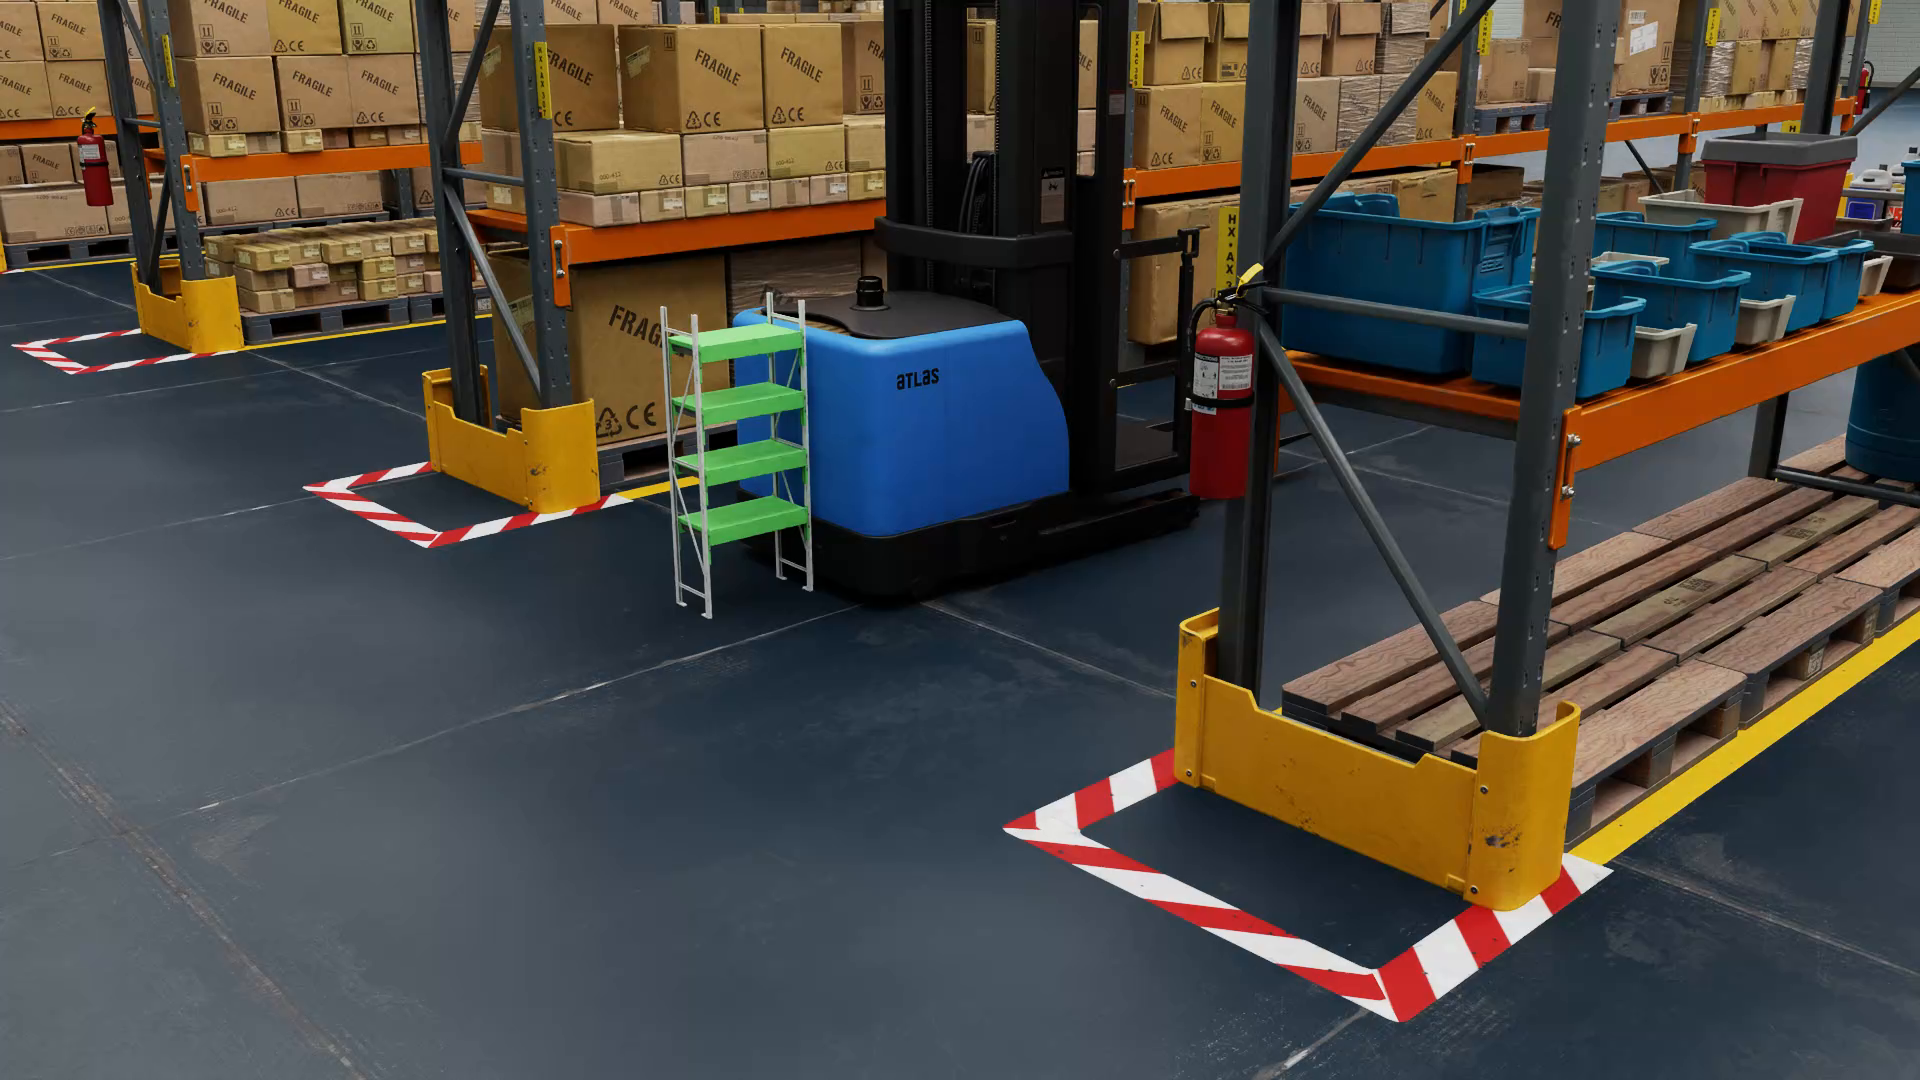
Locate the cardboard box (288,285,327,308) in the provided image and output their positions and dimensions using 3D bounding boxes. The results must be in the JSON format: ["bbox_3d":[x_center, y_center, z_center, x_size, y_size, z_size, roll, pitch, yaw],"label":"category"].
[{"bbox_3d":[-4.826,-1.803,12.124,0.250,0.149,0.380,-16,24,-41],"label":"cardboard box"}]

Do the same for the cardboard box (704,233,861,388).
[{"bbox_3d":[-1.155,-1.249,9.237,0.875,0.875,0.875,-16,24,-41],"label":"cardboard box"}]

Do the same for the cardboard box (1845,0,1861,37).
[{"bbox_3d":[9.170,-5.597,17.617,0.500,0.500,0.500,-16,24,-41],"label":"cardboard box"}]

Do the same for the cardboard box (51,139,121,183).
[{"bbox_3d":[-10.536,-4.557,20.049,0.700,0.500,0.500,17,24,42],"label":"cardboard box"}]

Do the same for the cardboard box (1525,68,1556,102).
[{"bbox_3d":[4.963,-3.841,14.029,0.500,0.250,0.500,17,25,42],"label":"cardboard box"}]

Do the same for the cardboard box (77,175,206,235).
[{"bbox_3d":[-7.965,-3.273,16.191,0.875,0.438,0.875,-15,24,-39],"label":"cardboard box"}]

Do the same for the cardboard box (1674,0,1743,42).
[{"bbox_3d":[6.995,-4.959,15.652,0.500,0.500,0.500,-16,24,-41],"label":"cardboard box"}]

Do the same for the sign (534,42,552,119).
[{"bbox_3d":[-1.849,-2.037,7.373,0.005,0.325,0.100,-16,24,-41],"label":"sign"}]

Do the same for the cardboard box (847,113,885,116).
[{"bbox_3d":[-0.578,-2.375,9.708,0.500,0.250,0.500,-16,24,-39],"label":"cardboard box"}]

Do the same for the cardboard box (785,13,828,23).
[{"bbox_3d":[-1.981,-6.288,20.689,0.500,0.500,0.500,-16,24,-40],"label":"cardboard box"}]

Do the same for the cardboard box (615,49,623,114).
[{"bbox_3d":[-2.811,-3.717,13.442,0.500,0.500,0.500,-16,24,-41],"label":"cardboard box"}]

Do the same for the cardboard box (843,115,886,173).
[{"bbox_3d":[-0.576,-2.154,9.025,0.500,0.250,0.500,-17,24,-42],"label":"cardboard box"}]

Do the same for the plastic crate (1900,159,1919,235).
[{"bbox_3d":[3.978,-1.297,6.549,0.575,0.384,0.392,-16,24,-41],"label":"plastic crate"}]

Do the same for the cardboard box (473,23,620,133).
[{"bbox_3d":[-2.053,-2.303,8.268,0.500,0.500,0.500,-16,24,-40],"label":"cardboard box"}]

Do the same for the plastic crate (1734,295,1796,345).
[{"bbox_3d":[2.365,-0.678,5.044,0.298,0.136,0.250,-16,24,-41],"label":"plastic crate"}]

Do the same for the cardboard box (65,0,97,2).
[{"bbox_3d":[-7.999,-4.940,15.022,0.380,0.149,0.250,17,25,42],"label":"cardboard box"}]

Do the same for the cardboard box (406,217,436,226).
[{"bbox_3d":[-4.200,-2.469,13.212,0.250,0.149,0.380,-16,24,-41],"label":"cardboard box"}]

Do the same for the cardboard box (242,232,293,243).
[{"bbox_3d":[-5.128,-2.182,12.329,0.250,0.149,0.380,-16,24,-40],"label":"cardboard box"}]

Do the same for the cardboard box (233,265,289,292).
[{"bbox_3d":[-5.003,-1.885,11.894,0.250,0.149,0.380,-15,23,-39],"label":"cardboard box"}]

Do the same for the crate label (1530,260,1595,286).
[{"bbox_3d":[2.051,-0.843,5.551,0.243,0.136,0.396,-16,24,-41],"label":"crate label"}]

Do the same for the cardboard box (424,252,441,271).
[{"bbox_3d":[-4.091,-2.176,12.793,0.250,0.149,0.380,-15,23,-38],"label":"cardboard box"}]

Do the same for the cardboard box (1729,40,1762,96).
[{"bbox_3d":[7.250,-4.625,16.241,0.500,0.500,0.875,-16,24,-41],"label":"cardboard box"}]

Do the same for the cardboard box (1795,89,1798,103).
[{"bbox_3d":[8.437,-4.609,17.245,0.250,0.149,0.380,-16,24,-41],"label":"cardboard box"}]

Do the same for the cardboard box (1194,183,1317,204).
[{"bbox_3d":[1.780,-2.080,11.800,1.225,0.875,0.875,17,24,42],"label":"cardboard box"}]

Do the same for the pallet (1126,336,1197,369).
[{"bbox_3d":[1.189,-1.415,11.507,1.213,0.211,1.003,-16,24,-41],"label":"pallet"}]

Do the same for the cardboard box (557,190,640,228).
[{"bbox_3d":[-1.741,-1.595,7.949,0.250,0.149,0.380,-16,24,-40],"label":"cardboard box"}]

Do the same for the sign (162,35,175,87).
[{"bbox_3d":[-5.188,-3.137,10.892,0.005,0.325,0.100,-16,24,-41],"label":"sign"}]

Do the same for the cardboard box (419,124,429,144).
[{"bbox_3d":[-4.001,-3.064,12.479,0.250,0.149,0.380,-15,23,-39],"label":"cardboard box"}]

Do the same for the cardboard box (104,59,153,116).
[{"bbox_3d":[-7.758,-4.236,15.526,0.500,0.500,0.500,-16,24,-41],"label":"cardboard box"}]

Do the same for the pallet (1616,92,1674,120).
[{"bbox_3d":[5.838,-4.036,15.379,1.213,0.211,1.003,-16,24,-41],"label":"pallet"}]

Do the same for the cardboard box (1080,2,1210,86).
[{"bbox_3d":[1.139,-3.223,10.773,0.637,0.503,0.797,-17,25,-42],"label":"cardboard box"}]

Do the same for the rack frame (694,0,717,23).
[{"bbox_3d":[-3.222,-5.630,19.984,0.127,3.000,1.000,-16,24,-41],"label":"rack frame"}]

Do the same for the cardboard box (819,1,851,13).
[{"bbox_3d":[-1.619,-6.901,21.528,0.250,0.149,0.380,-15,23,-38],"label":"cardboard box"}]

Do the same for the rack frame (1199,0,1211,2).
[{"bbox_3d":[3.159,-5.389,19.243,0.127,3.000,1.000,-16,24,-41],"label":"rack frame"}]

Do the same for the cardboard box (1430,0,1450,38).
[{"bbox_3d":[5.769,-6.752,21.452,0.550,0.550,0.875,-16,24,-41],"label":"cardboard box"}]

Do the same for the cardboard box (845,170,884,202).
[{"bbox_3d":[-0.625,-1.922,8.955,0.250,0.149,0.380,-17,25,-42],"label":"cardboard box"}]

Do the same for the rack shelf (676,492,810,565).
[{"bbox_3d":[-0.873,-0.050,6.678,0.480,0.148,0.258,-15,23,-38],"label":"rack shelf"}]

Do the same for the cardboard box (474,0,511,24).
[{"bbox_3d":[-3.563,-3.983,12.639,0.500,0.500,0.500,-15,24,-39],"label":"cardboard box"}]

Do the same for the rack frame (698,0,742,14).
[{"bbox_3d":[-3.728,-7.589,26.027,0.127,3.000,1.000,-16,24,-41],"label":"rack frame"}]

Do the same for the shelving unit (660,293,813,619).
[{"bbox_3d":[-0.873,-0.339,6.584,0.503,1.200,0.258,-15,23,-38],"label":"shelving unit"}]

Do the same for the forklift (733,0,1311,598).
[{"bbox_3d":[0.475,-1.521,7.423,3.031,2.935,1.130,-15,23,-38],"label":"forklift"}]

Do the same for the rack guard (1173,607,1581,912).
[{"bbox_3d":[1.168,0.594,4.844,0.348,0.500,1.175,-16,24,-41],"label":"rack guard"}]

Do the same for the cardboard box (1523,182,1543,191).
[{"bbox_3d":[5.267,-2.936,15.015,0.700,0.500,0.500,15,23,39],"label":"cardboard box"}]

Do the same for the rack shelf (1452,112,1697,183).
[{"bbox_3d":[5.040,-3.490,14.553,4.000,0.370,1.077,-16,24,-41],"label":"rack shelf"}]

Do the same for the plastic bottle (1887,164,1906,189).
[{"bbox_3d":[4.413,-1.625,7.836,0.135,0.276,0.152,-16,24,-41],"label":"plastic bottle"}]

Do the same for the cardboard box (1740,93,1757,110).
[{"bbox_3d":[7.594,-4.323,16.362,0.250,0.149,0.380,-16,24,-41],"label":"cardboard box"}]

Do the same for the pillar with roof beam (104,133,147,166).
[{"bbox_3d":[-7.709,-7.837,17.066,0.400,9.000,9.100,-16,24,-41],"label":"pillar with roof beam"}]

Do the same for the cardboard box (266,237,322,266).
[{"bbox_3d":[-4.829,-2.093,12.055,0.250,0.149,0.380,-16,24,-40],"label":"cardboard box"}]

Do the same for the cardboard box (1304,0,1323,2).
[{"bbox_3d":[3.770,-6.187,19.711,0.550,0.550,0.875,-16,24,-41],"label":"cardboard box"}]
